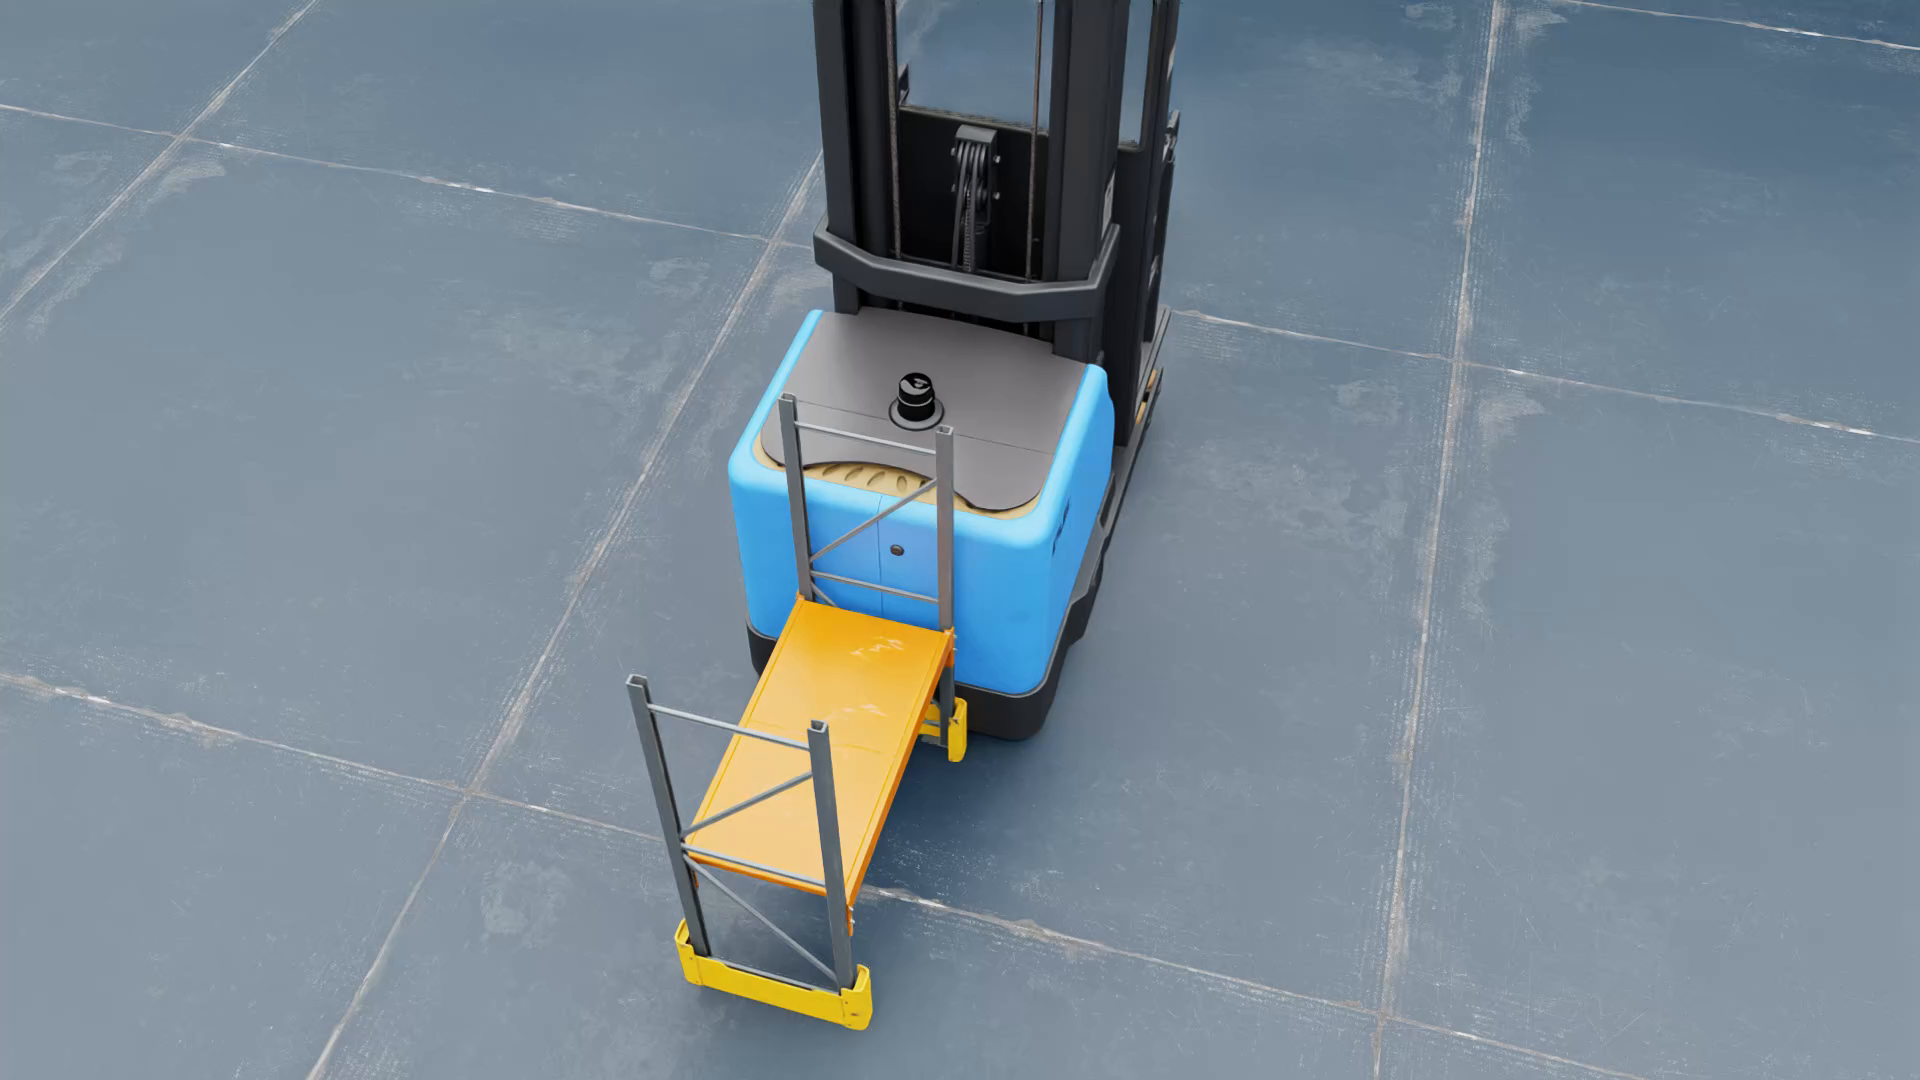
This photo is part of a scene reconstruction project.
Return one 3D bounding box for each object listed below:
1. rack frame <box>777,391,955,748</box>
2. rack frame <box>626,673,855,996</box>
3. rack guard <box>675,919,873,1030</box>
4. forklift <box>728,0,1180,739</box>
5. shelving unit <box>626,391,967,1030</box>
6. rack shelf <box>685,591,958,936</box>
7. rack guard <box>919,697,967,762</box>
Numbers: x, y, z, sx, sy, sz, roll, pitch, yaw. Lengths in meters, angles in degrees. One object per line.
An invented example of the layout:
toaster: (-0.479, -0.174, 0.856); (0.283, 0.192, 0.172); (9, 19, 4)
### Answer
rack frame: (-0.261, 0.148, 5.119); (0.500, 1.500, 0.032); (13, 50, 11)
rack frame: (-0.551, 0.879, 4.474); (0.500, 1.500, 0.032); (13, 50, 11)
rack guard: (-0.551, 1.291, 4.944); (0.587, 0.250, 0.087); (13, 50, 11)
forklift: (0.185, -1.435, 5.561); (1.130, 2.935, 3.031); (13, 50, 11)
shelving unit: (-0.409, 0.520, 4.791); (0.587, 1.500, 1.083); (13, 50, 11)
rack shelf: (-0.406, 0.632, 4.932); (0.538, 0.185, 1.000); (13, 50, 11)
rack guard: (-0.266, 0.576, 5.575); (0.587, 0.250, 0.087); (13, 50, 11)
